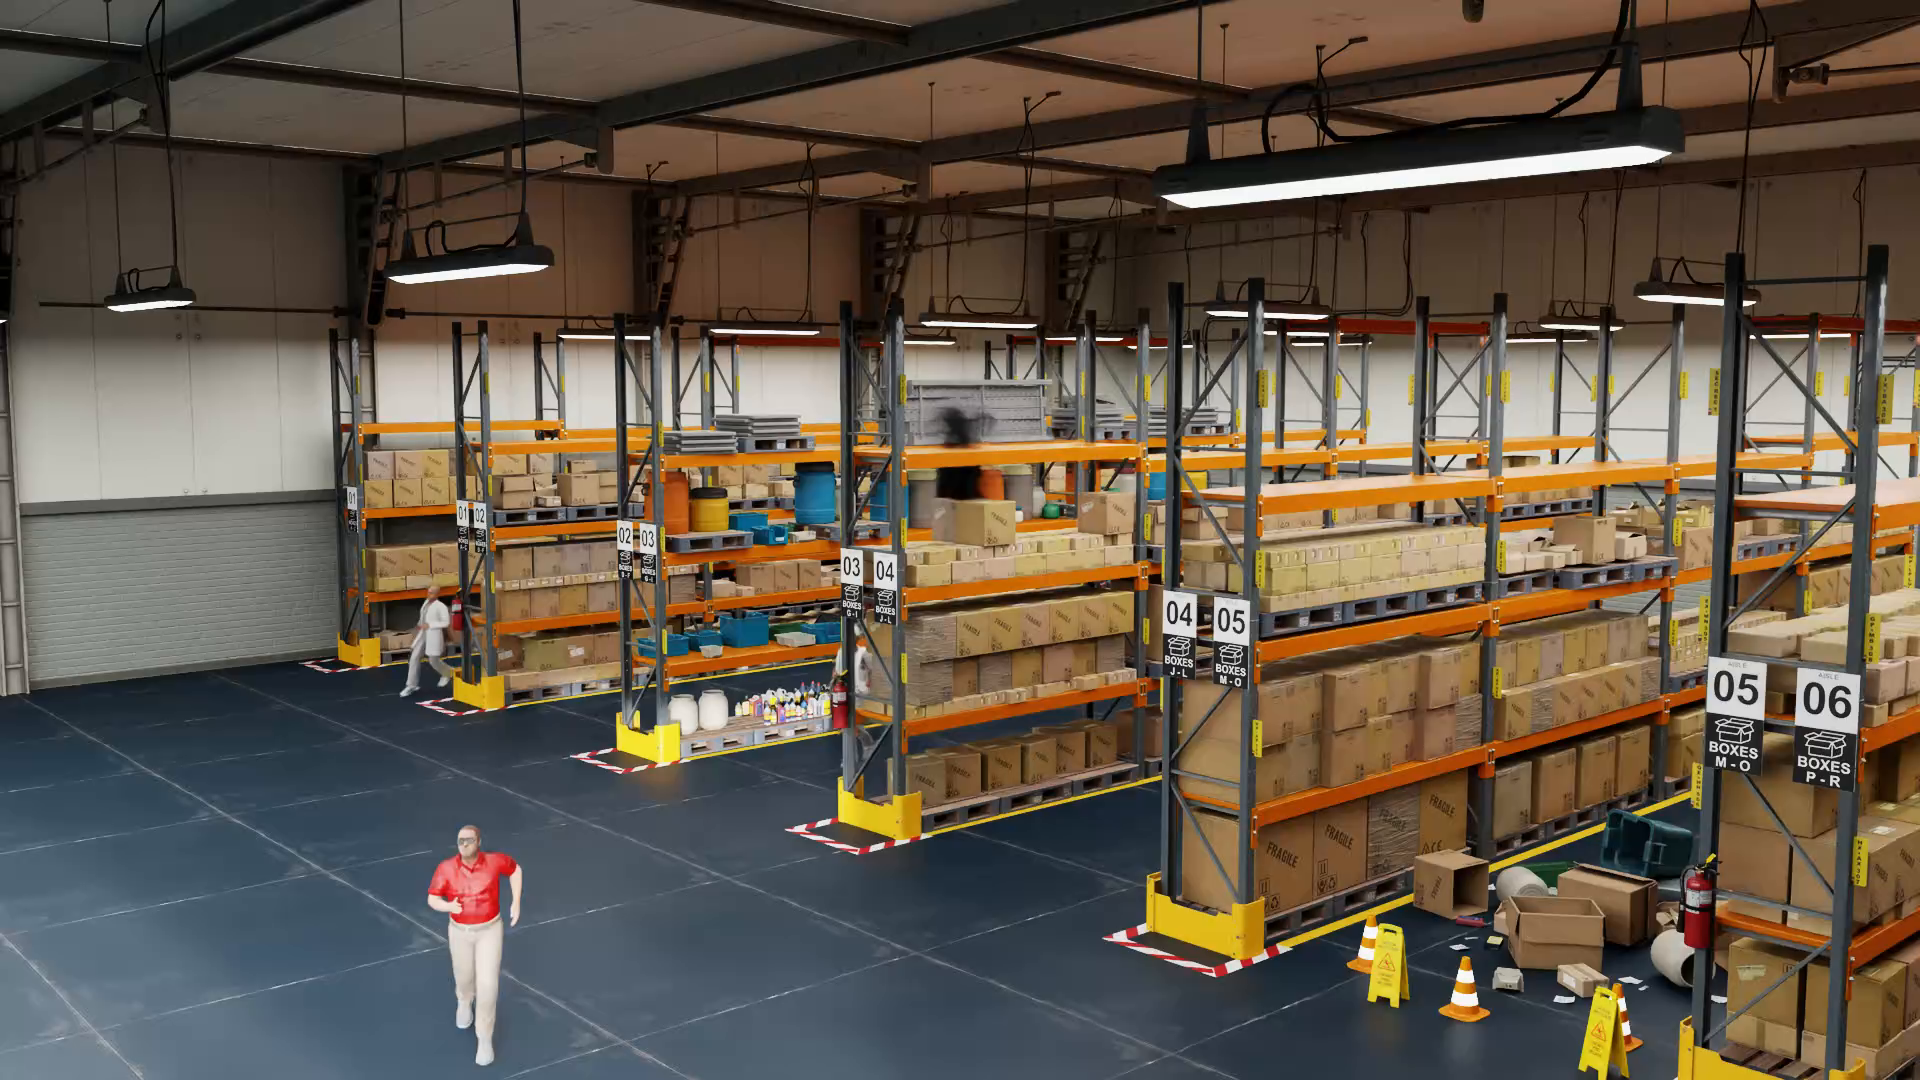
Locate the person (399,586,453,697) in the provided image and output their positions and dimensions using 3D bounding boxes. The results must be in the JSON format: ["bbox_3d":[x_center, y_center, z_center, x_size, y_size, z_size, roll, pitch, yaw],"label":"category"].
[{"bbox_3d":[-8.566,1.619,27.042,0.749,1.774,1.037,3,6,29],"label":"person"}]

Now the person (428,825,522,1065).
[{"bbox_3d":[-3.730,3.051,12.839,0.672,1.784,0.930,-1,6,-9],"label":"person"}]

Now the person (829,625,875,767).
[{"bbox_3d":[-1.342,1.941,20.904,0.690,1.767,0.539,4,7,33],"label":"person"}]
